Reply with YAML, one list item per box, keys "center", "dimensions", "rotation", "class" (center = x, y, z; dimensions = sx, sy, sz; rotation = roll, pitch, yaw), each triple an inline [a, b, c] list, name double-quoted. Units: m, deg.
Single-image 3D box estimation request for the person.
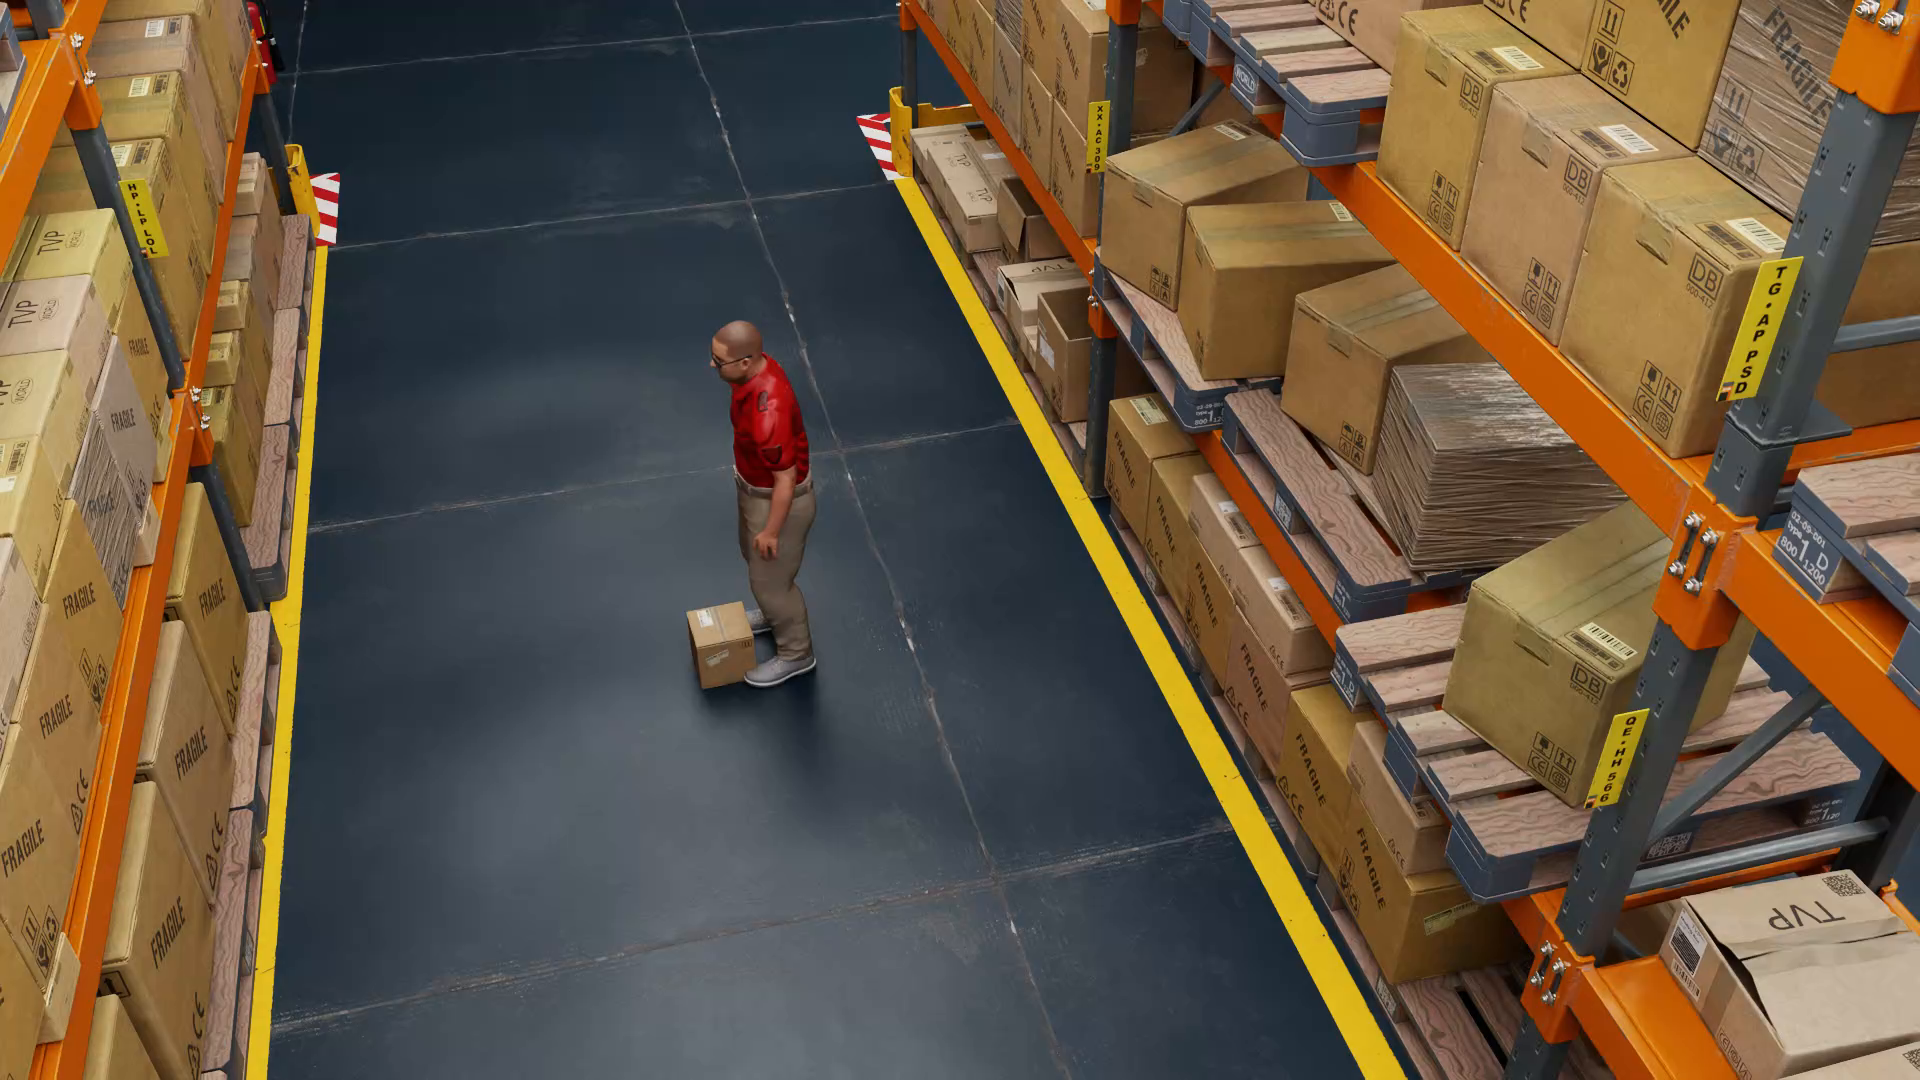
- center: [-0.812, -0.170, 6.944]
  dimensions: [0.391, 1.727, 0.587]
  rotation: [-9, 39, -12]
  class: "person"
